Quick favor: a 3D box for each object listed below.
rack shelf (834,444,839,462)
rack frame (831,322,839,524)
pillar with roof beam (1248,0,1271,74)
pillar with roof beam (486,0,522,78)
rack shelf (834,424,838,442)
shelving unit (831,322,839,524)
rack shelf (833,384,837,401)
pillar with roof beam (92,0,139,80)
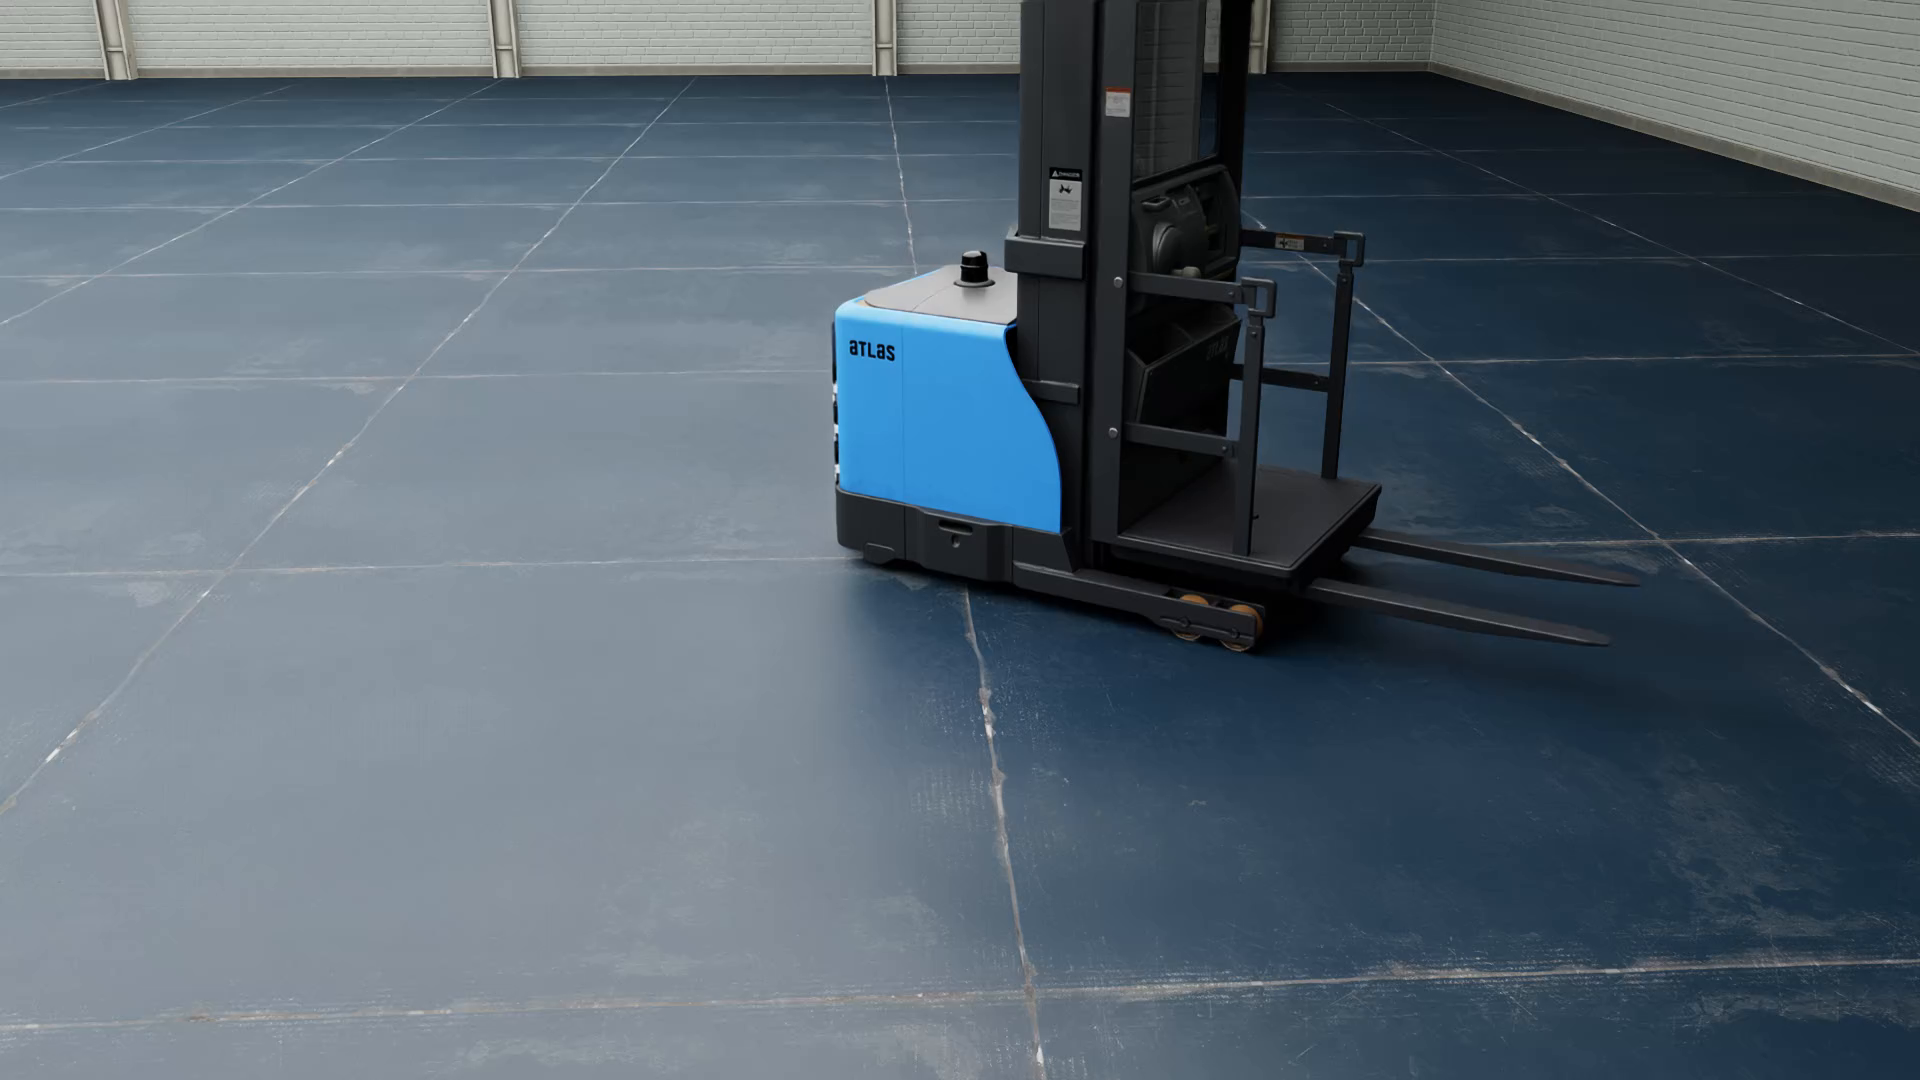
[{"bbox_3d":[-0.393,-0.396,7.244,0.200,0.077,0.258,12,24,28],"label":"rack shelf"},{"bbox_3d":[-0.481,-0.530,7.247,0.006,0.900,0.240,12,24,28],"label":"rack frame"},{"bbox_3d":[5.021,-10.307,21.547,0.400,9.000,9.100,-1,21,-3],"label":"pillar with roof beam"},{"bbox_3d":[-6.959,-10.064,20.907,0.400,9.000,9.100,-1,21,-3],"label":"pillar with roof beam"},{"bbox_3d":[-0.393,-0.480,7.212,0.200,0.077,0.258,12,24,28],"label":"rack shelf"},{"bbox_3d":[-0.394,-0.512,7.200,0.208,0.900,0.258,12,24,28],"label":"shelving unit"},{"bbox_3d":[-0.393,-0.649,7.148,0.200,0.077,0.258,12,24,28],"label":"rack shelf"},{"bbox_3d":[-12.949,-9.942,20.587,0.400,9.000,9.100,-1,21,-3],"label":"pillar with roof beam"}]
